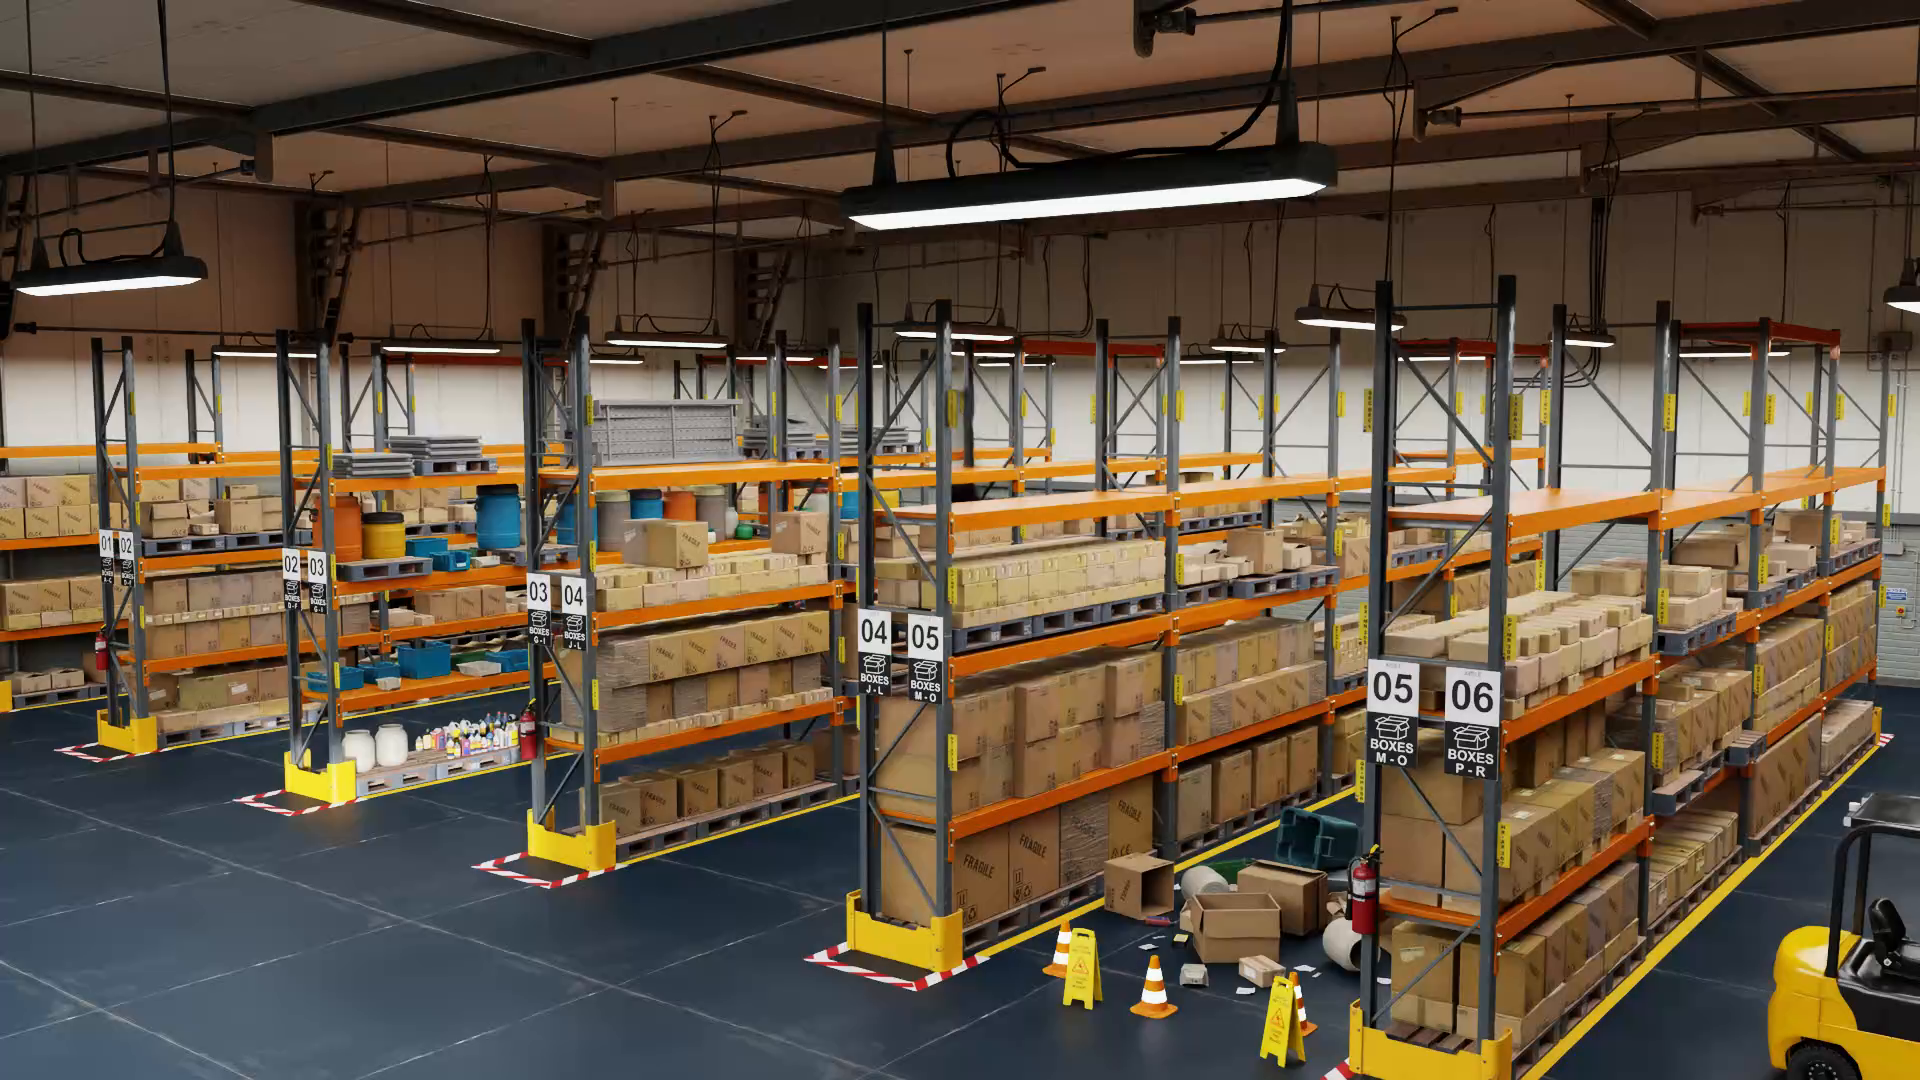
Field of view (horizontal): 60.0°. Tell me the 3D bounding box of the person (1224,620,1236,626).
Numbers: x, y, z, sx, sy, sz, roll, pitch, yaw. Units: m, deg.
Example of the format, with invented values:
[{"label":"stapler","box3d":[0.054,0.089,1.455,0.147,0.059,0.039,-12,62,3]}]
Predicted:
[{"label":"person","box3d":[4.145,2.041,25.492,0.714,1.648,0.874,3,6,30]}]
